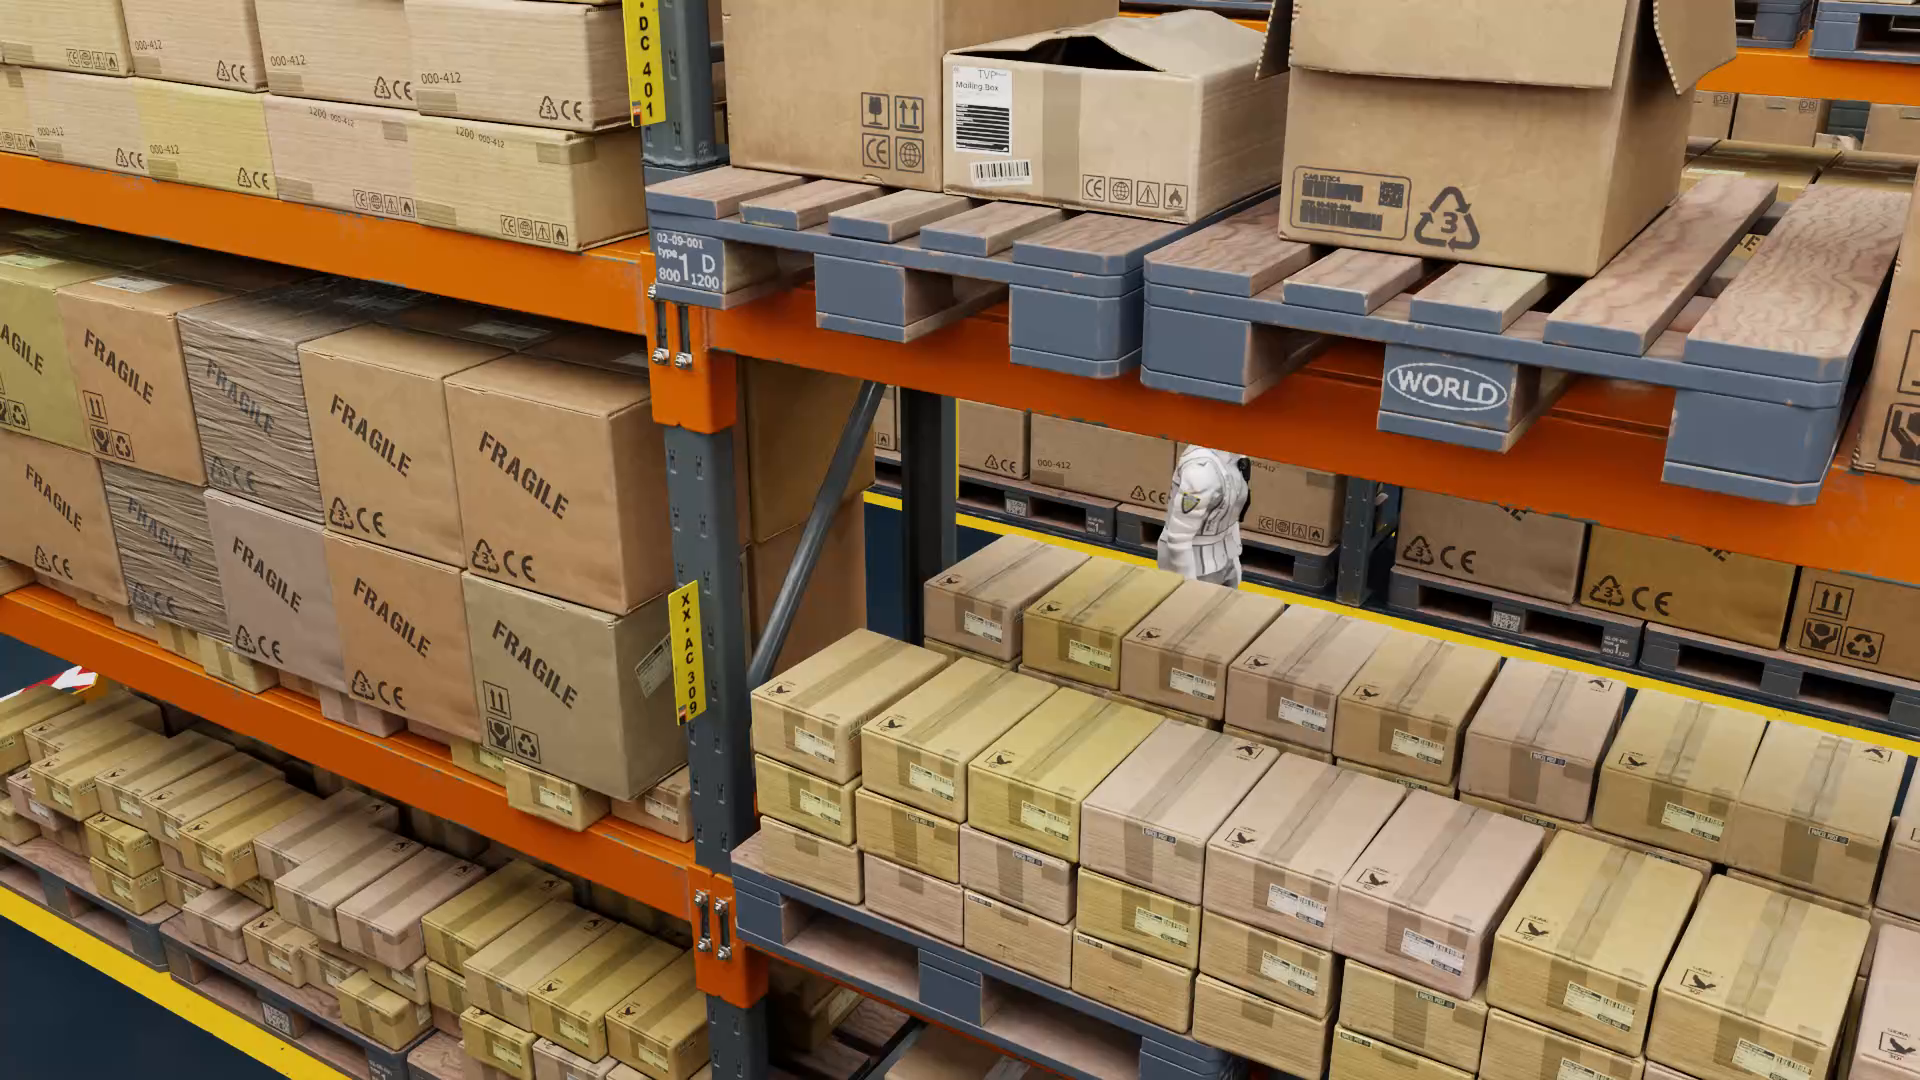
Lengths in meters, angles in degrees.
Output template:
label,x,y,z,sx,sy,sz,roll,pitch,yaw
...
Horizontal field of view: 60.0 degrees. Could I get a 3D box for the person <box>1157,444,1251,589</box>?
label,x,y,z,sx,sy,sz,roll,pitch,yaw
person,1.004,0.145,6.755,0.377,1.663,0.530,14,27,29
